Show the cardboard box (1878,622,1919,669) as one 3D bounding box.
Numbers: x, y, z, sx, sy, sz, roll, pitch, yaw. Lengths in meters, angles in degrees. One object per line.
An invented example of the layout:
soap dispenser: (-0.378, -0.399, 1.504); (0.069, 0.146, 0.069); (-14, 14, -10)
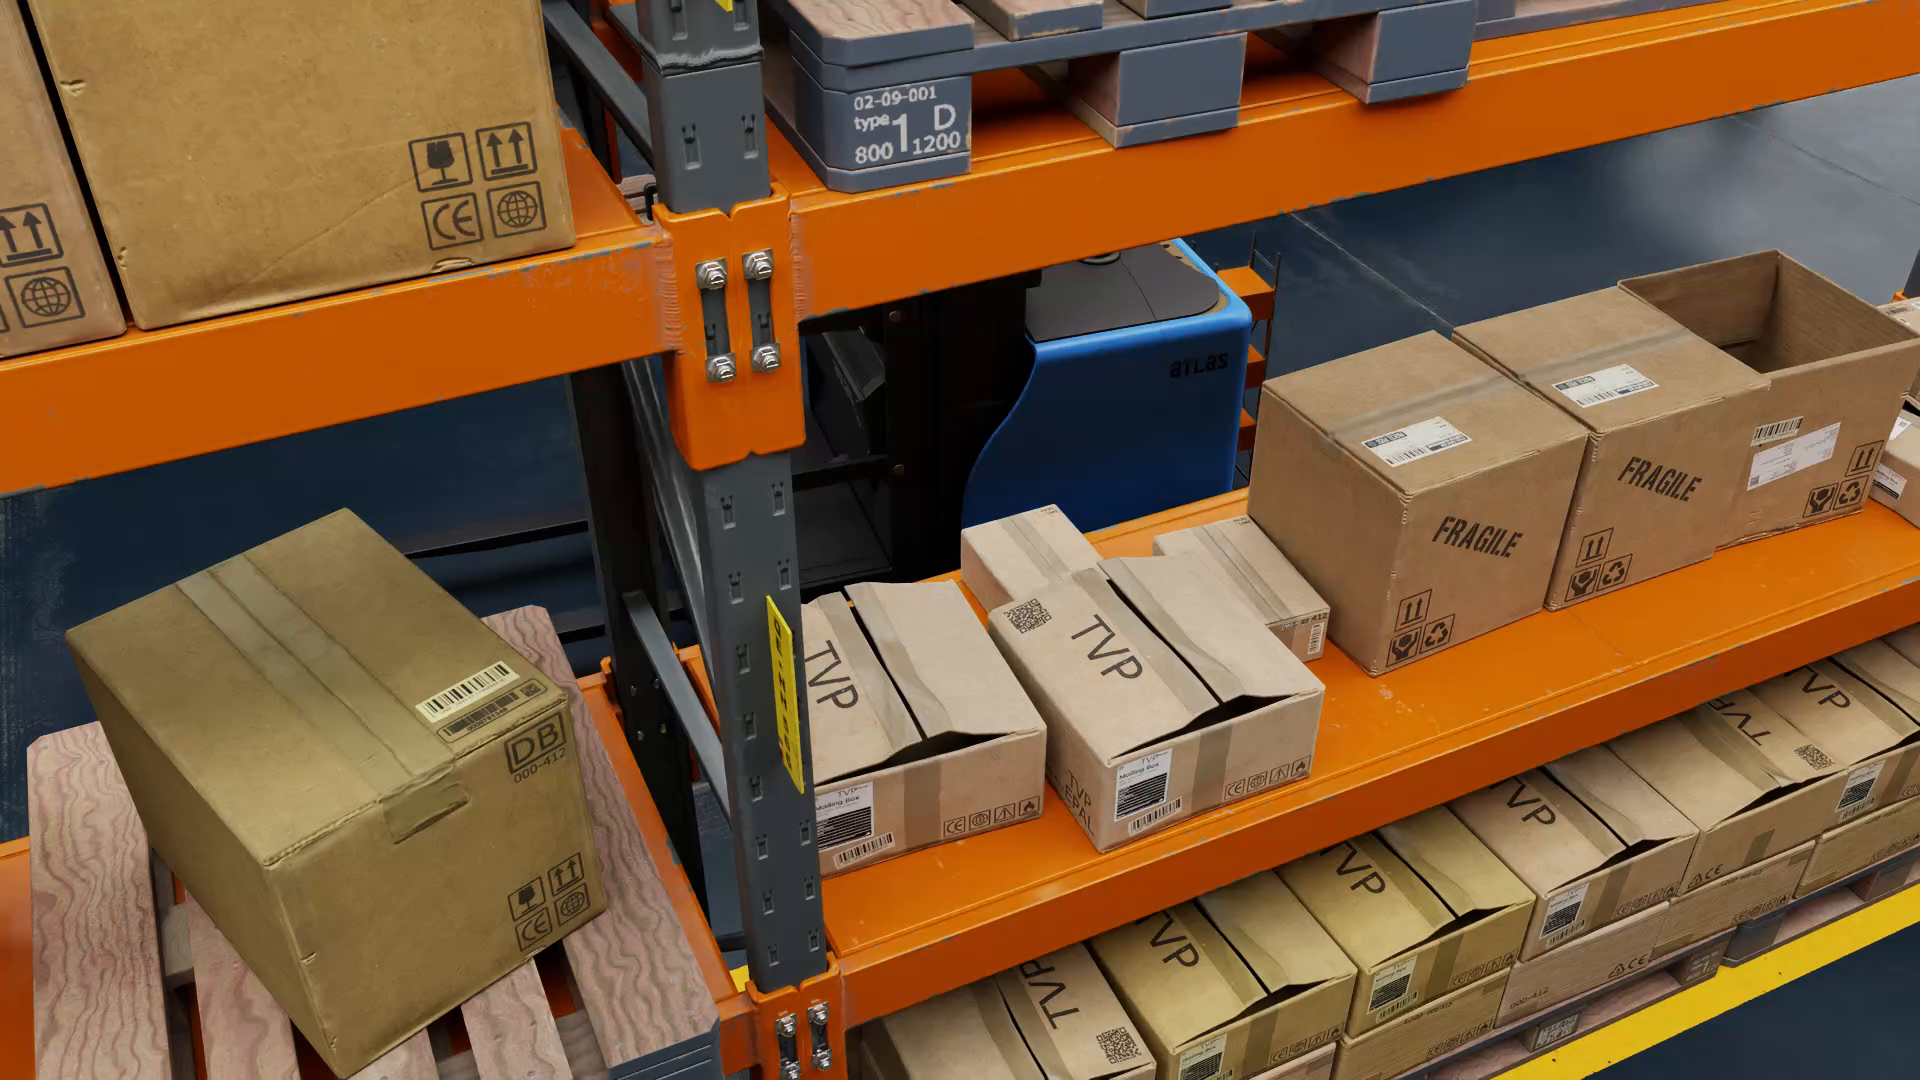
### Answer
cardboard box: (2.873, 0.334, 4.766); (0.500, 0.311, 0.500); (-16, 39, -20)

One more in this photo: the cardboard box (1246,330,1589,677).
cardboard box: (1.009, -0.095, 3.776); (0.500, 0.500, 0.500); (-18, 40, -22)

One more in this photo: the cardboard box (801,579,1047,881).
cardboard box: (-0.156, 0.346, 3.340); (0.500, 0.311, 0.500); (-13, 39, -17)

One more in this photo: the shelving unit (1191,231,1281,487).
shelving unit: (0.977, -0.613, 6.195); (0.252, 1.050, 0.215); (-12, 38, -15)

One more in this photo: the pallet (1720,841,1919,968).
pallet: (2.467, 0.694, 5.137); (1.213, 0.211, 1.003); (-16, 39, -20)

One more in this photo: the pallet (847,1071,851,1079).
pallet: (0.258, 1.312, 4.304); (1.213, 0.211, 1.003); (-16, 39, -20)

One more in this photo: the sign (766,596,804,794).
sign: (-0.264, 0.236, 2.508); (0.005, 0.325, 0.100); (-16, 39, -20)

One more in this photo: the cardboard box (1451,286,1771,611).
cardboard box: (1.485, -0.228, 3.955); (0.500, 0.500, 0.500); (-16, 39, -20)

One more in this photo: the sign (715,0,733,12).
sign: (-0.275, -0.740, 1.778); (0.005, 0.325, 0.100); (-16, 39, -20)

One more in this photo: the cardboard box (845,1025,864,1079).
cardboard box: (-0.131, 1.050, 4.272); (0.500, 0.250, 0.500); (-15, 39, -19)

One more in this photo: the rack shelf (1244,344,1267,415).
rack shelf: (0.977, -0.604, 6.201); (0.240, 0.259, 0.215); (-12, 38, -15)

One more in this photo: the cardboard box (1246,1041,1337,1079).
cardboard box: (0.550, 1.213, 4.052); (0.500, 0.250, 0.500); (-17, 40, -21)

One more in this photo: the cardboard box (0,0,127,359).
cardboard box: (-1.346, -0.608, 1.950); (0.500, 0.500, 0.910); (-16, 39, -20)

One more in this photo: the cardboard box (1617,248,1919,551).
cardboard box: (1.939, -0.355, 4.126); (0.500, 0.500, 0.500); (-13, 38, -17)

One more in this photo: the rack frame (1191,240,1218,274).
rack frame: (0.861, -0.589, 6.163); (0.008, 1.050, 0.200); (-12, 38, -15)

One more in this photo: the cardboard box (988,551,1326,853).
cardboard box: (0.389, 0.293, 3.412); (0.500, 0.311, 0.500); (-16, 39, -20)

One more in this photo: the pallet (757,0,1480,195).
pallet: (0.073, -0.970, 2.680); (1.003, 0.211, 1.213); (-14, 39, -18)

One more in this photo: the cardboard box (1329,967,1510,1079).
cardboard box: (1.018, 1.078, 4.234); (0.500, 0.250, 0.500); (-17, 40, -21)

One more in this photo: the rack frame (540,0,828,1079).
rack frame: (-0.503, 0.379, 3.221); (0.127, 3.000, 1.000); (-16, 39, -20)

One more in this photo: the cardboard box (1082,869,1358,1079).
cardboard box: (0.567, 0.978, 3.899); (0.500, 0.311, 0.500); (-17, 40, -21)

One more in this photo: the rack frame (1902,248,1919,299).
rack frame: (3.118, -0.633, 4.586); (0.127, 3.000, 1.000); (-16, 39, -20)

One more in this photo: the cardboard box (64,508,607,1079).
cardboard box: (-1.026, 0.390, 2.769); (0.500, 0.500, 0.700); (-30, 46, -34)

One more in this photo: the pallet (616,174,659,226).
pallet: (-1.887, -1.348, 7.891); (1.213, 0.211, 1.003); (-16, 39, -20)

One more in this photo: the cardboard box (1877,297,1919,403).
cardboard box: (2.690, -0.425, 4.431); (0.500, 0.250, 0.500); (-13, 39, -17)

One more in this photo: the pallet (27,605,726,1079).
pallet: (-1.087, 0.666, 2.996); (1.003, 0.211, 1.213); (-16, 39, -20)

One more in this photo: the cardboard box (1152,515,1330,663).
cardboard box: (0.627, 0.127, 3.772); (0.250, 0.149, 0.380); (-13, 38, -17)

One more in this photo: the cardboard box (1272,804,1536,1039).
cardboard box: (1.030, 0.850, 4.071); (0.500, 0.311, 0.500); (-17, 40, -21)

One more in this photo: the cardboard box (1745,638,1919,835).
cardboard box: (2.405, 0.469, 4.584); (0.500, 0.311, 0.500); (-15, 39, -19)

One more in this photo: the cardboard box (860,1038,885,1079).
cardboard box: (0.096, 1.341, 3.880); (0.500, 0.250, 0.500); (-16, 39, -20)

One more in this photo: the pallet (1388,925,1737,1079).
pallet: (1.361, 1.005, 4.718); (1.213, 0.211, 1.003); (-16, 39, -20)

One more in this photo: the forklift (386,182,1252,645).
forklift: (-0.589, -1.058, 5.215); (3.031, 2.935, 1.130); (-11, 38, -15)

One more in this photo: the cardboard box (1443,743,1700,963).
cardboard box: (1.495, 0.720, 4.247); (0.500, 0.311, 0.500); (-16, 39, -21)

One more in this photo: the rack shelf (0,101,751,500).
rack shelf: (-2.314, -0.031, 1.859); (4.000, 0.370, 1.077); (-16, 39, -20)

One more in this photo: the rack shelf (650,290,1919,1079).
rack shelf: (1.307, 0.162, 4.118); (4.000, 0.370, 1.077); (-16, 39, -20)

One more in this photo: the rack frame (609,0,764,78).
rack frame: (-0.503, -2.031, 1.434); (0.127, 3.000, 1.000); (-16, 39, -20)

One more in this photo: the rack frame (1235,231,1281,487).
rack frame: (1.092, -0.636, 6.227); (0.008, 1.050, 0.200); (-12, 38, -15)

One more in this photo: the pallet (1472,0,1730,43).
pallet: (1.084, -1.255, 3.064); (1.213, 0.211, 1.003); (-14, 39, -18)

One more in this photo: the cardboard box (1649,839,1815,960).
cardboard box: (1.944, 0.820, 4.582); (0.500, 0.250, 0.500); (-15, 39, -19)

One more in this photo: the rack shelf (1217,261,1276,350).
rack shelf: (0.977, -0.832, 6.032); (0.240, 0.259, 0.215); (-12, 38, -15)

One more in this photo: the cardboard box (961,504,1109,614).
cardboard box: (0.193, 0.103, 3.804); (0.250, 0.149, 0.380); (-16, 39, -20)

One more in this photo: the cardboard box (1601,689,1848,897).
cardboard box: (1.952, 0.594, 4.416); (0.500, 0.311, 0.500); (-16, 39, -20)

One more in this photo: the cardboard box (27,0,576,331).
cardboard box: (-0.884, -0.737, 2.124); (0.500, 0.500, 0.910); (-16, 39, -20)

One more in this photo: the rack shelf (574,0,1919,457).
rack shelf: (1.307, -1.043, 3.224); (4.000, 0.370, 1.077); (-16, 39, -20)

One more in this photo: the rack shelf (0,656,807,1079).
rack shelf: (-2.314, 1.174, 2.753); (4.000, 0.370, 1.077); (-16, 39, -20)

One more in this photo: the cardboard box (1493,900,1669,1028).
cardboard box: (1.483, 0.948, 4.409); (0.500, 0.250, 0.500); (-15, 39, -19)

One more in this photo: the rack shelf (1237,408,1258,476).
rack shelf: (0.977, -0.381, 6.367); (0.240, 0.259, 0.215); (-12, 38, -15)

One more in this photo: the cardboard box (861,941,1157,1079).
cardboard box: (0.096, 1.115, 3.713); (0.500, 0.311, 0.500); (-14, 39, -18)

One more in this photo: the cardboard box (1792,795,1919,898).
cardboard box: (2.407, 0.691, 4.757); (0.500, 0.250, 0.500); (-16, 40, -21)

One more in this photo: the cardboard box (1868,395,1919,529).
cardboard box: (2.400, -0.258, 4.193); (0.258, 0.266, 0.396); (-17, 40, -21)
